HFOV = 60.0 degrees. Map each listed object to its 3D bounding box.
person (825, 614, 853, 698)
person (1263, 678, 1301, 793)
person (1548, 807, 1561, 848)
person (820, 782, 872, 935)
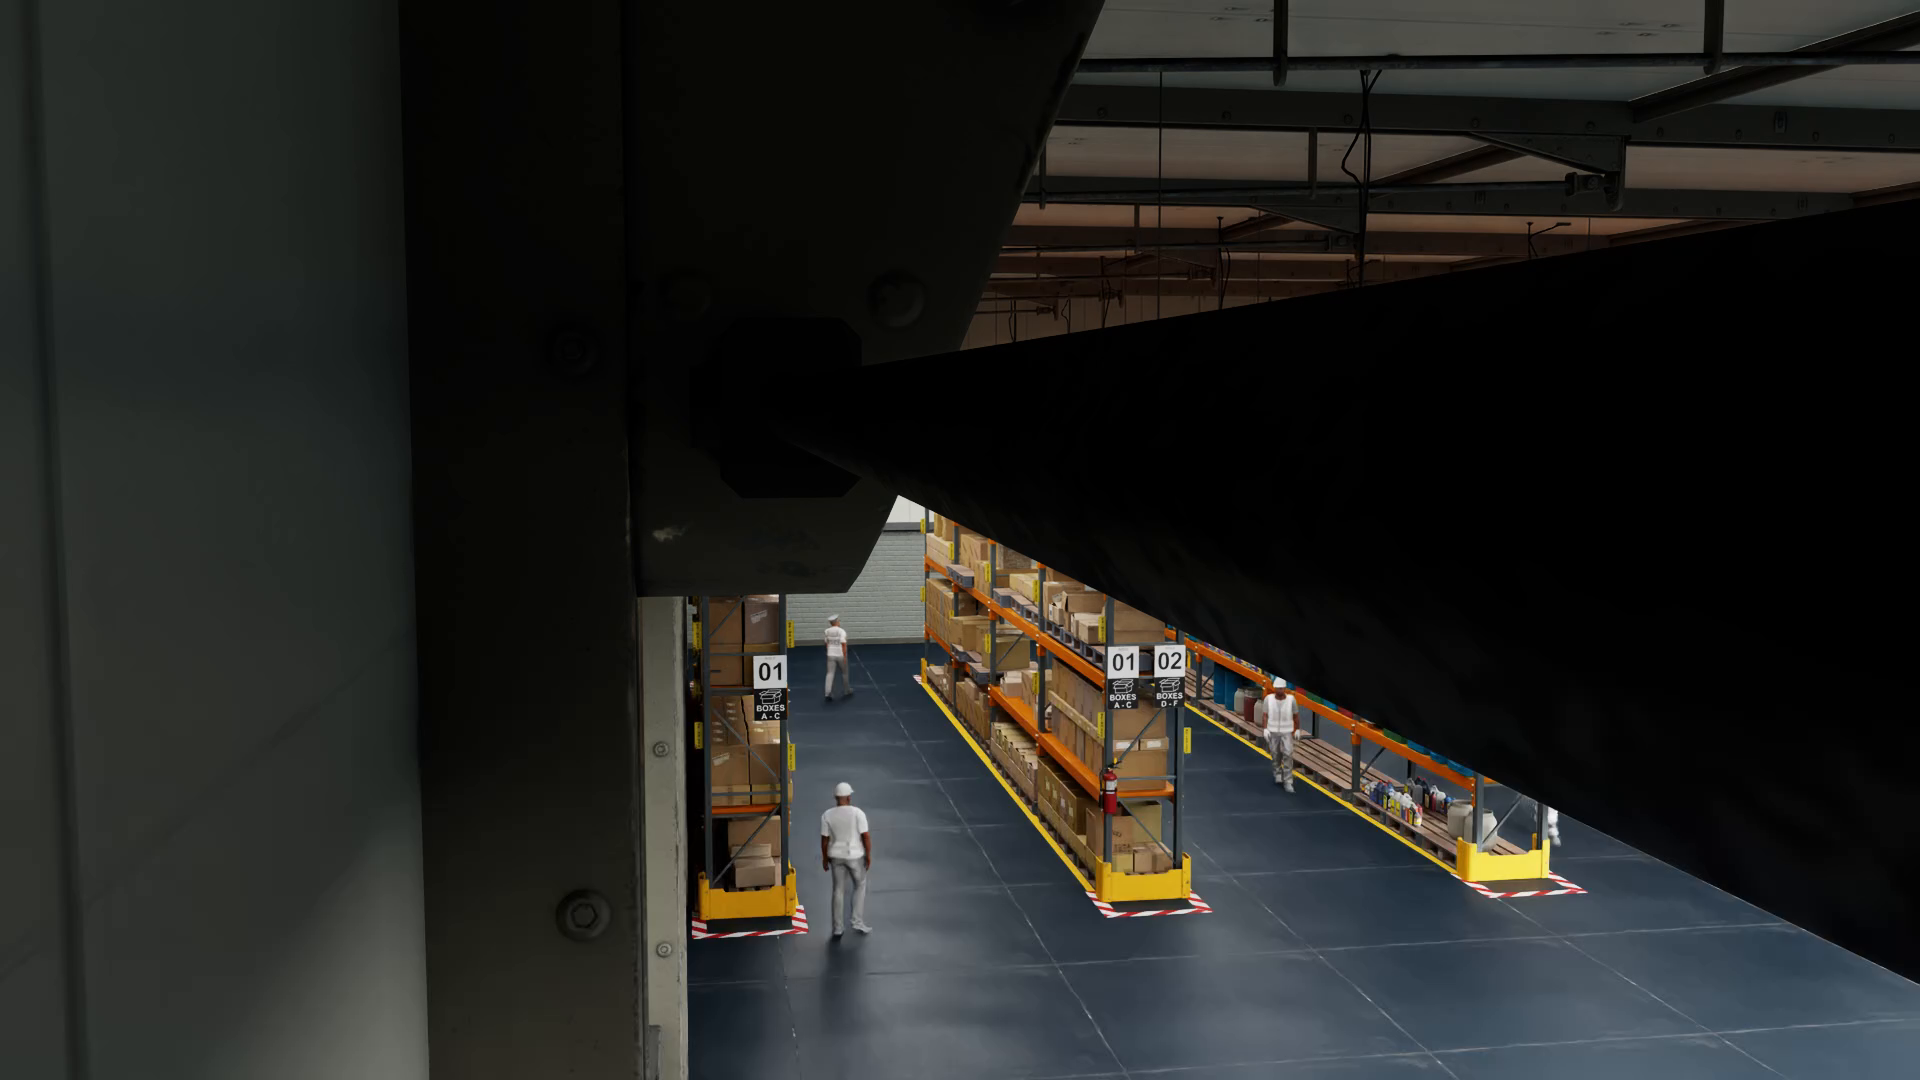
[{"bbox_3d":[-2.571,2.399,34.649,0.523,1.717,1.030,1,5,12],"label":"person"},{"bbox_3d":[5.133,3.084,26.665,0.596,1.743,0.876,2,5,19],"label":"person"},{"bbox_3d":[8.395,3.372,23.556,0.585,1.789,0.818,0,5,4],"label":"person"},{"bbox_3d":[-1.358,3.751,19.486,0.594,1.804,0.496,2,5,17],"label":"person"}]
